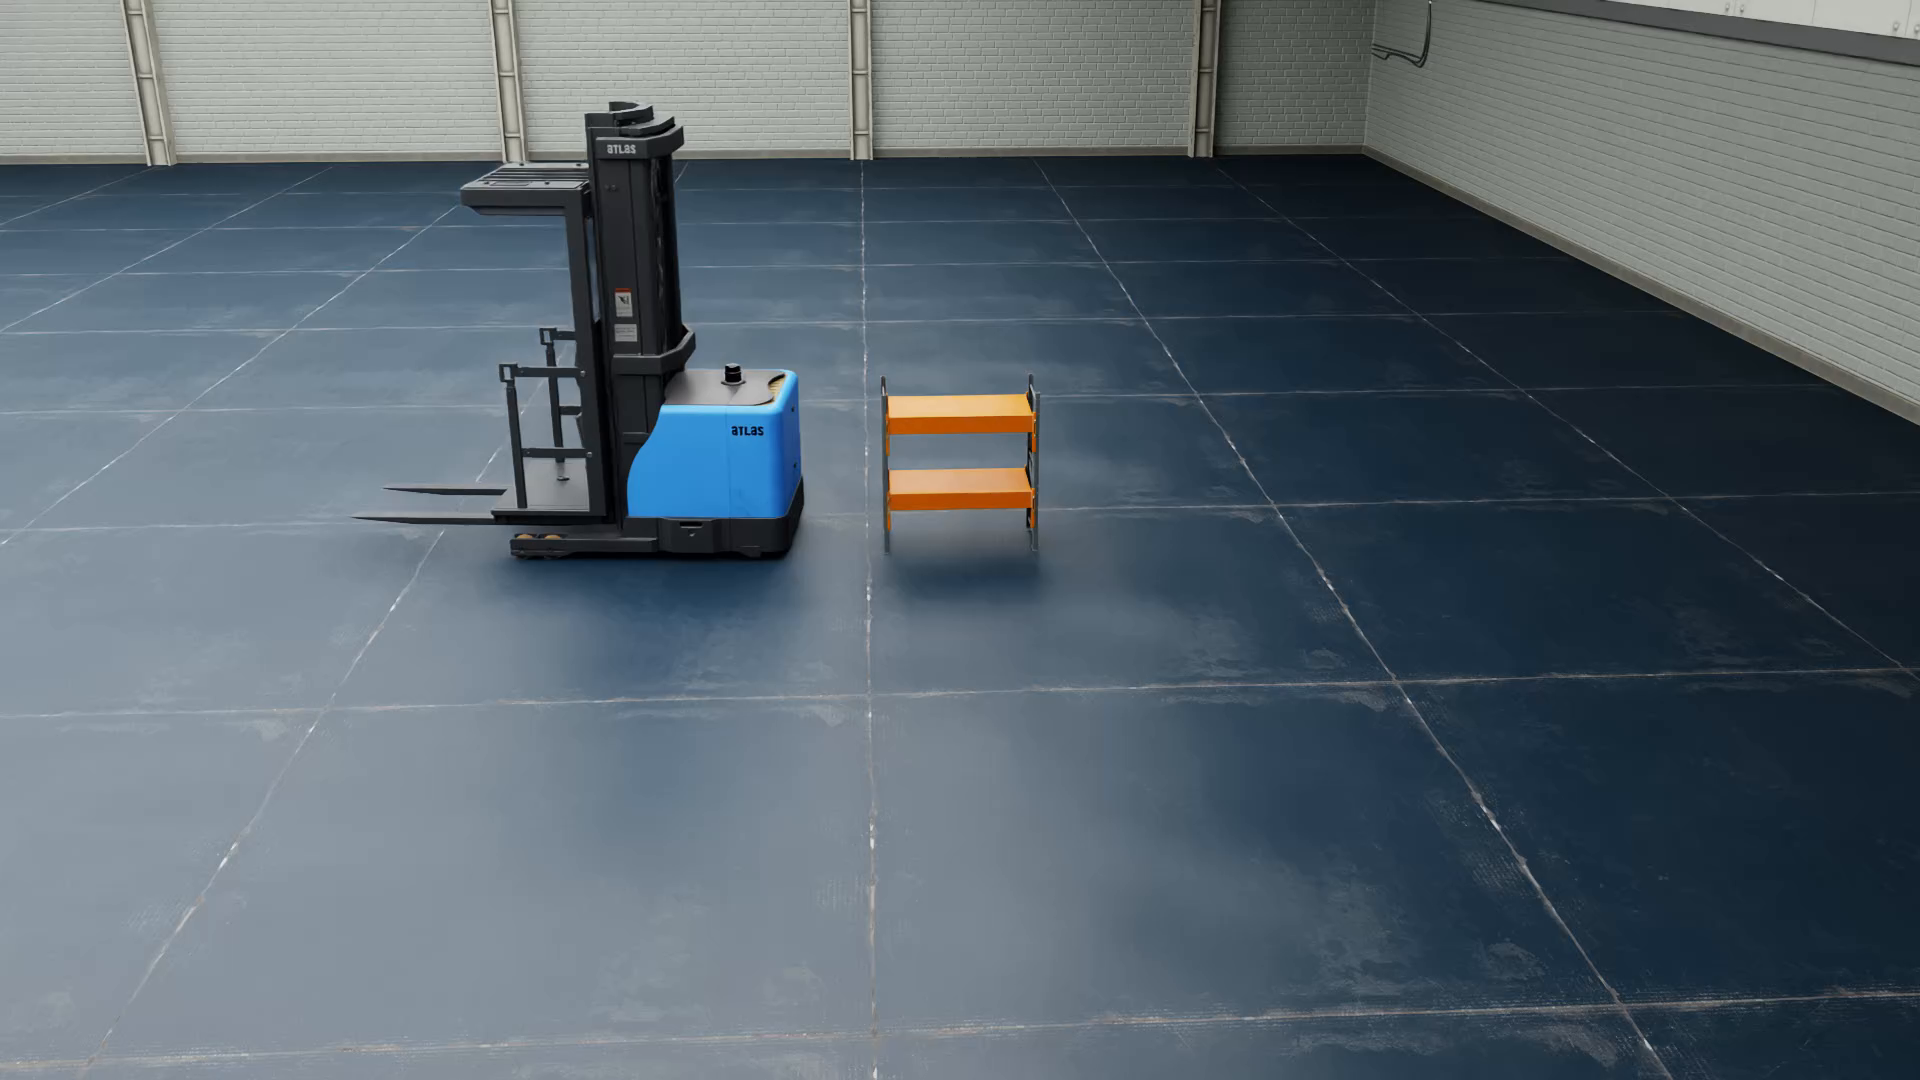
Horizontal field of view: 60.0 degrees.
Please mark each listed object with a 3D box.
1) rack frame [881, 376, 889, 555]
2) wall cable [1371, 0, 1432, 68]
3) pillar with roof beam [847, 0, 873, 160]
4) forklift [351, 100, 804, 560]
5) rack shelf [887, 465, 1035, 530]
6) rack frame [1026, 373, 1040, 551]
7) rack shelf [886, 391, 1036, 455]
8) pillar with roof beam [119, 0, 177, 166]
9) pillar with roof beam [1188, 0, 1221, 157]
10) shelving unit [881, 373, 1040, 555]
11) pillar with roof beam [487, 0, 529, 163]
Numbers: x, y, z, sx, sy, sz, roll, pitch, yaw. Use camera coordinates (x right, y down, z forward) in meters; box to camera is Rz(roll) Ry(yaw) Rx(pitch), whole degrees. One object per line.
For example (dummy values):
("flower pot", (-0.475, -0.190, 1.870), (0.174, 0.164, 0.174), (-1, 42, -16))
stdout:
("rack frame", (-0.514, -0.515, 11.393), (0.032, 1.125, 0.500), (-1, 21, -3))
("wall cable", (7.282, -9.169, 27.422), (0.112, 2.526, 3.097), (-1, 21, -3))
("pillar with roof beam", (-1.479, -9.379, 23.609), (0.400, 9.000, 9.100), (-1, 21, -3))
("forklift", (-2.660, -1.424, 11.241), (3.031, 2.935, 1.130), (1, 21, 2))
("rack shelf", (-0.007, -0.297, 11.507), (1.000, 0.278, 0.538), (-1, 21, -3))
("rack frame", (0.501, -0.536, 11.448), (0.032, 1.125, 0.500), (-1, 21, -3))
("rack shelf", (-0.007, -0.799, 11.316), (1.000, 0.278, 0.538), (-1, 21, -3))
("pillar with roof beam", (-13.459, -9.136, 22.969), (0.400, 9.000, 9.100), (-1, 21, -3))
("pillar with roof beam", (4.512, -9.501, 23.929), (0.400, 9.000, 9.100), (-1, 21, -3))
("shelving unit", (-0.007, -0.526, 11.420), (1.048, 1.125, 0.538), (-1, 21, -3))
("pillar with roof beam", (-7.469, -9.258, 23.289), (0.400, 9.000, 9.100), (-1, 21, -3))
